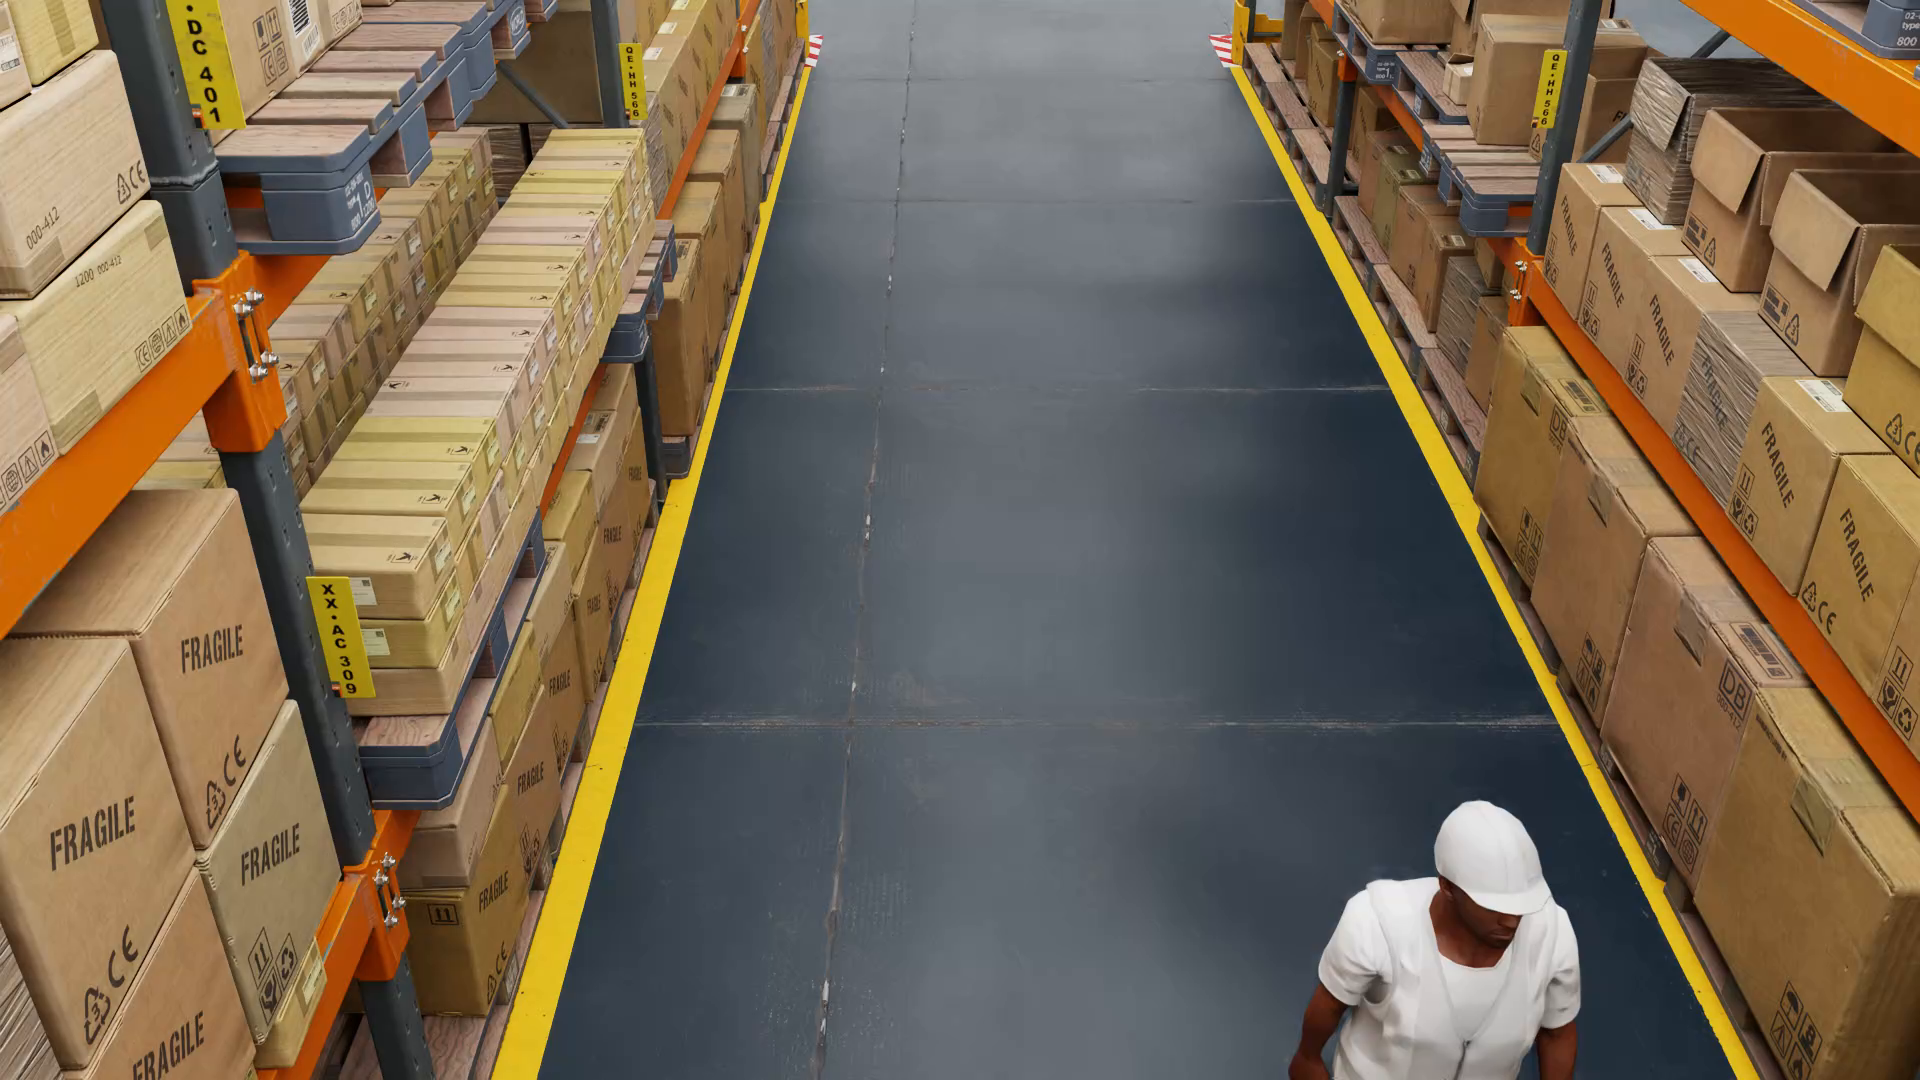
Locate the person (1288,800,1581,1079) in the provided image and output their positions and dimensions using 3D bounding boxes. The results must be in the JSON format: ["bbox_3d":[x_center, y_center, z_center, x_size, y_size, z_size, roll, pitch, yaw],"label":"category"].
[{"bbox_3d":[1.122,1.349,3.895,0.592,1.773,0.834,-3,31,-4],"label":"person"}]
